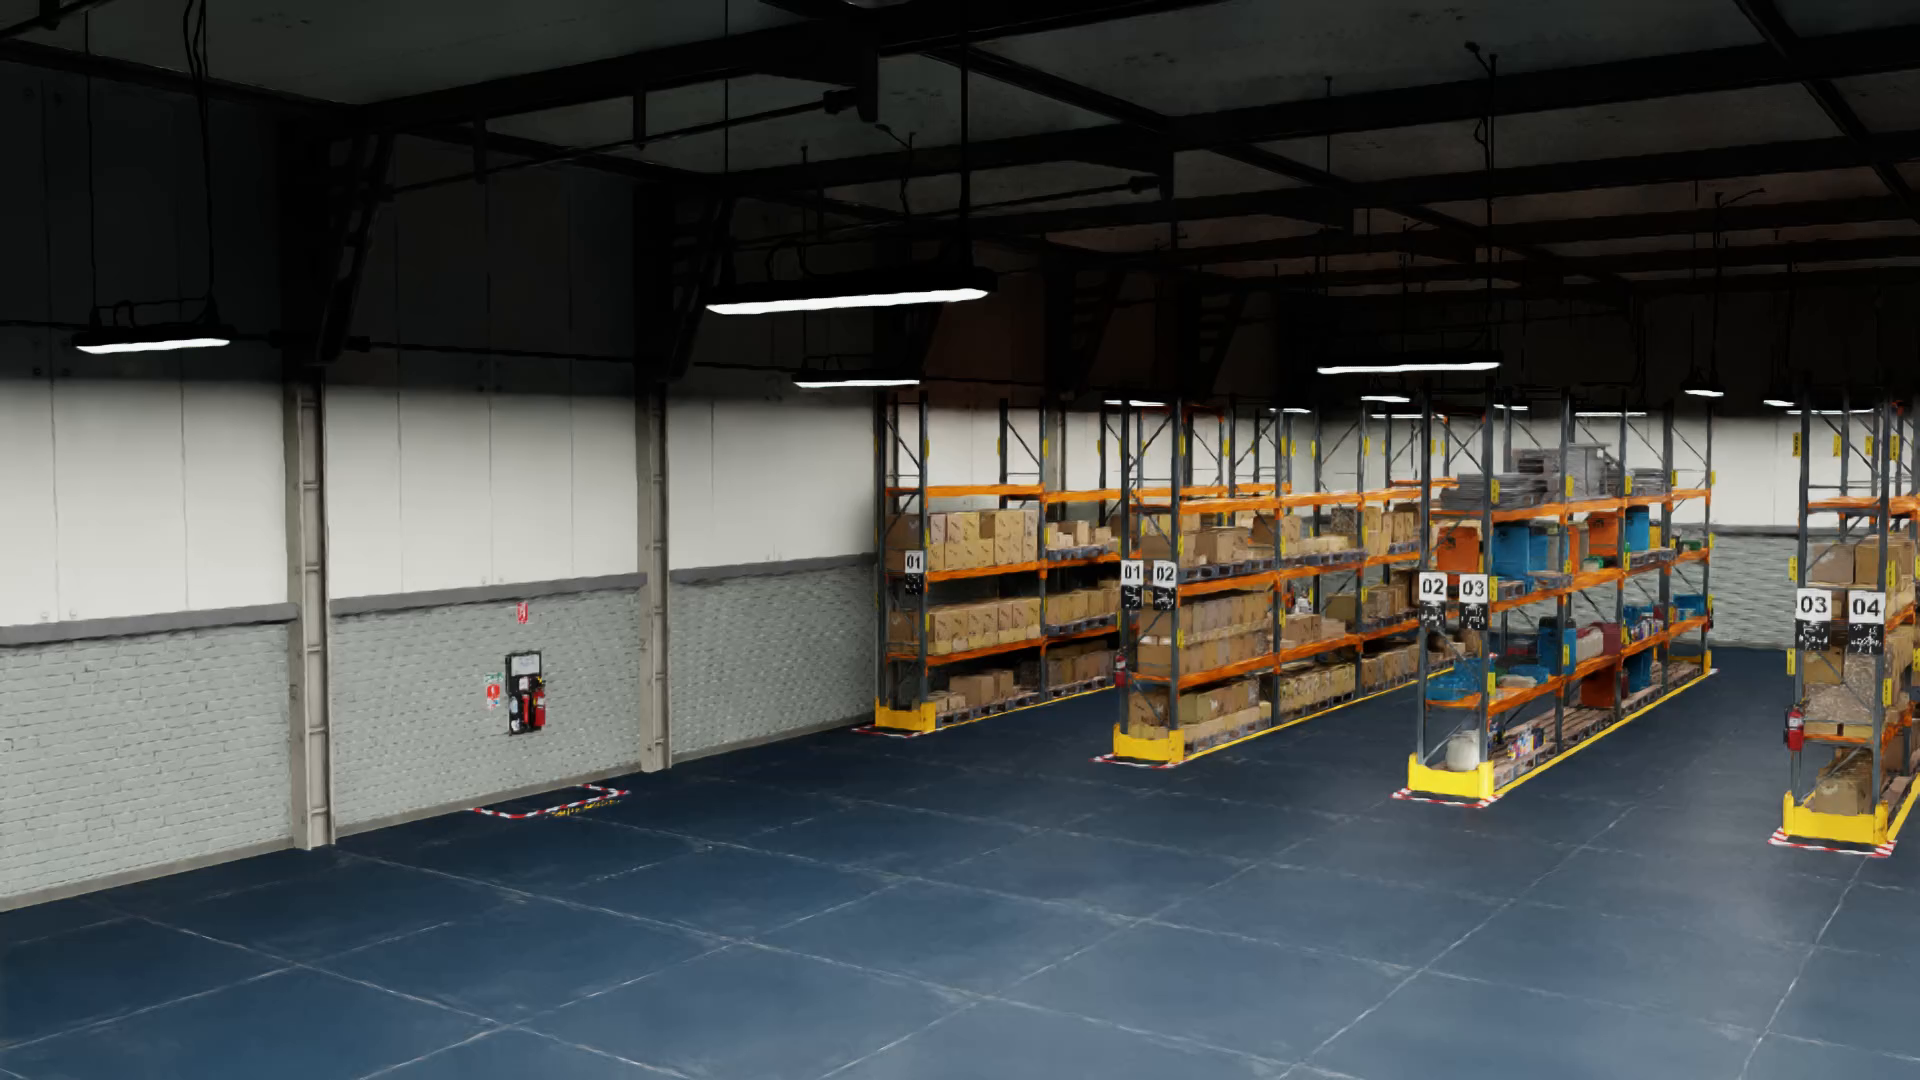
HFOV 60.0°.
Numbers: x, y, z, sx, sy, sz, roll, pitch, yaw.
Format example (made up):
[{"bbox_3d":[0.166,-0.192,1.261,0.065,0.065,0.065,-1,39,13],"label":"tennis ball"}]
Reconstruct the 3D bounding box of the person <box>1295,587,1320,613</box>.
[{"bbox_3d":[8.491,1.938,40.669,0.639,1.632,0.512,2,4,32],"label":"person"}]
